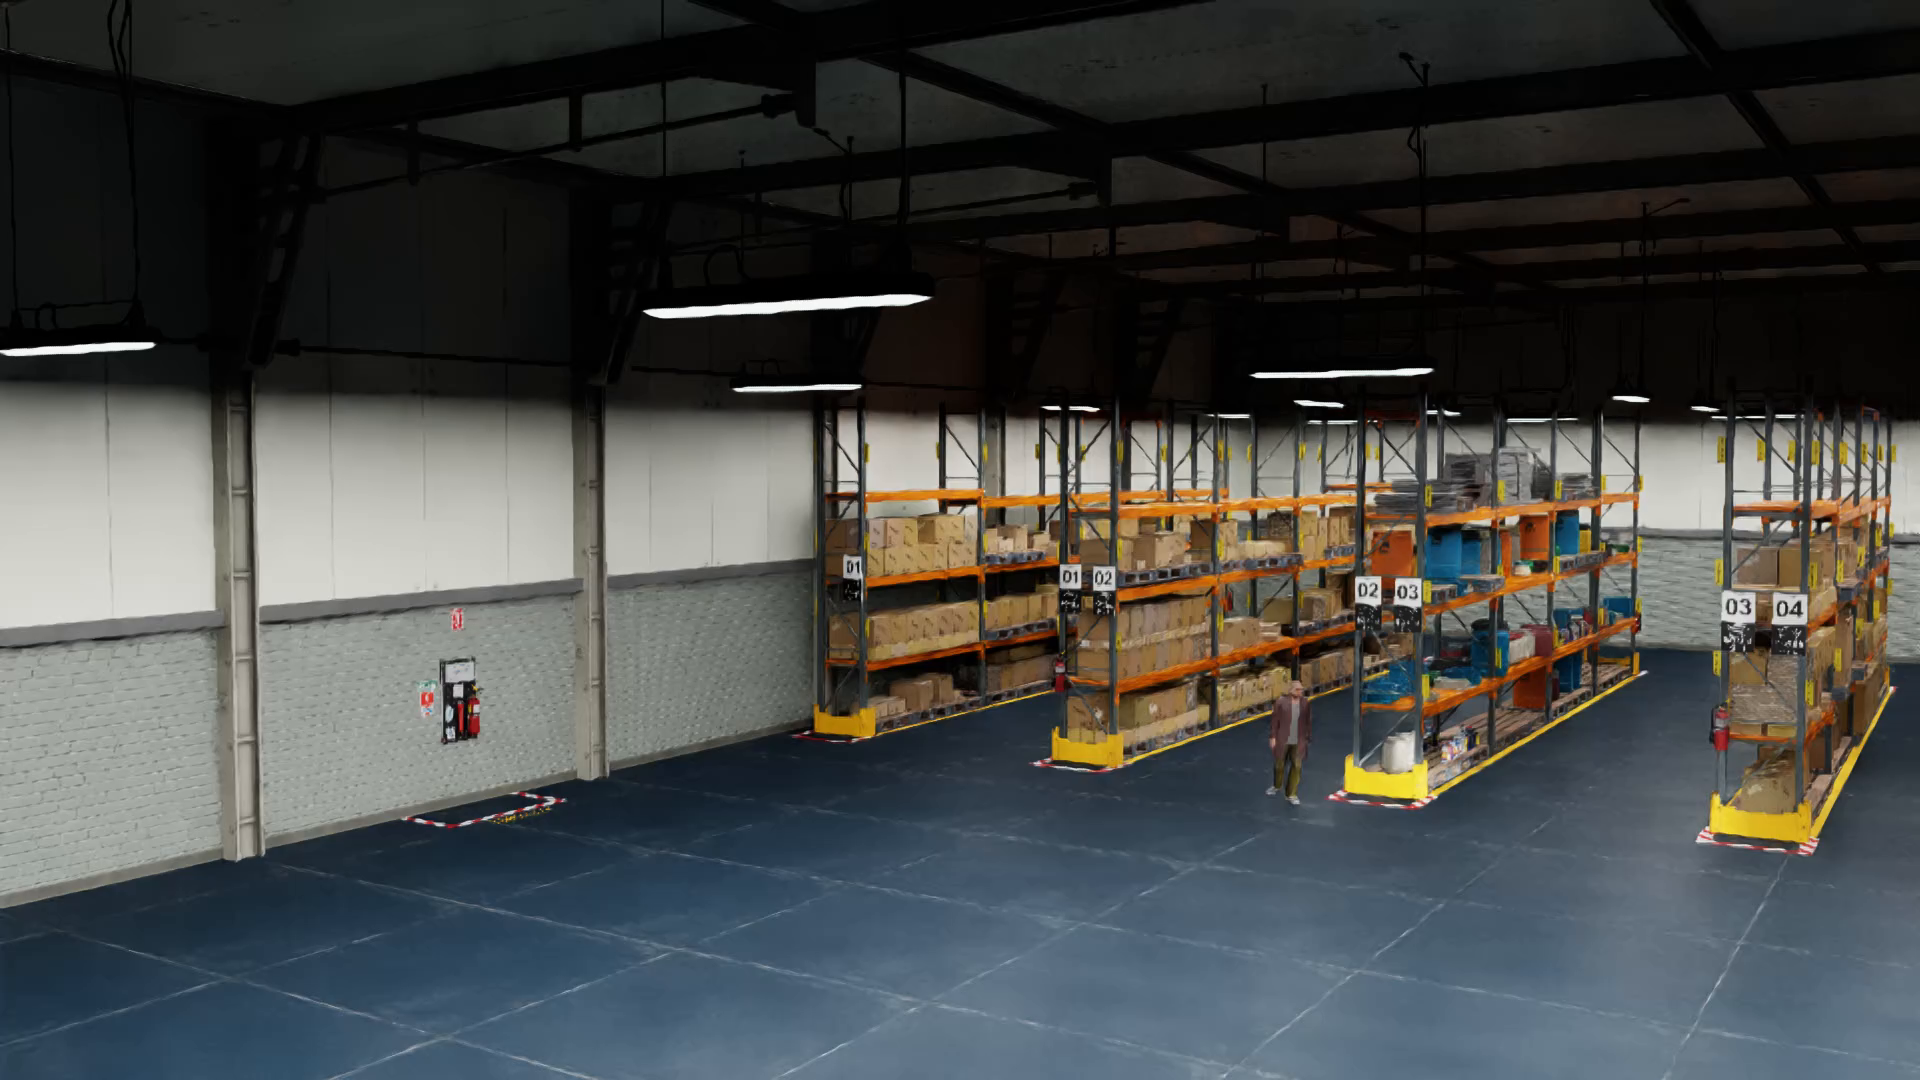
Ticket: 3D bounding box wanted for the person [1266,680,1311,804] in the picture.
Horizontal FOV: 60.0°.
[{"bbox_3d":[4.717,2.867,23.862,0.625,1.769,0.595,0,3,-2],"label":"person"}]
